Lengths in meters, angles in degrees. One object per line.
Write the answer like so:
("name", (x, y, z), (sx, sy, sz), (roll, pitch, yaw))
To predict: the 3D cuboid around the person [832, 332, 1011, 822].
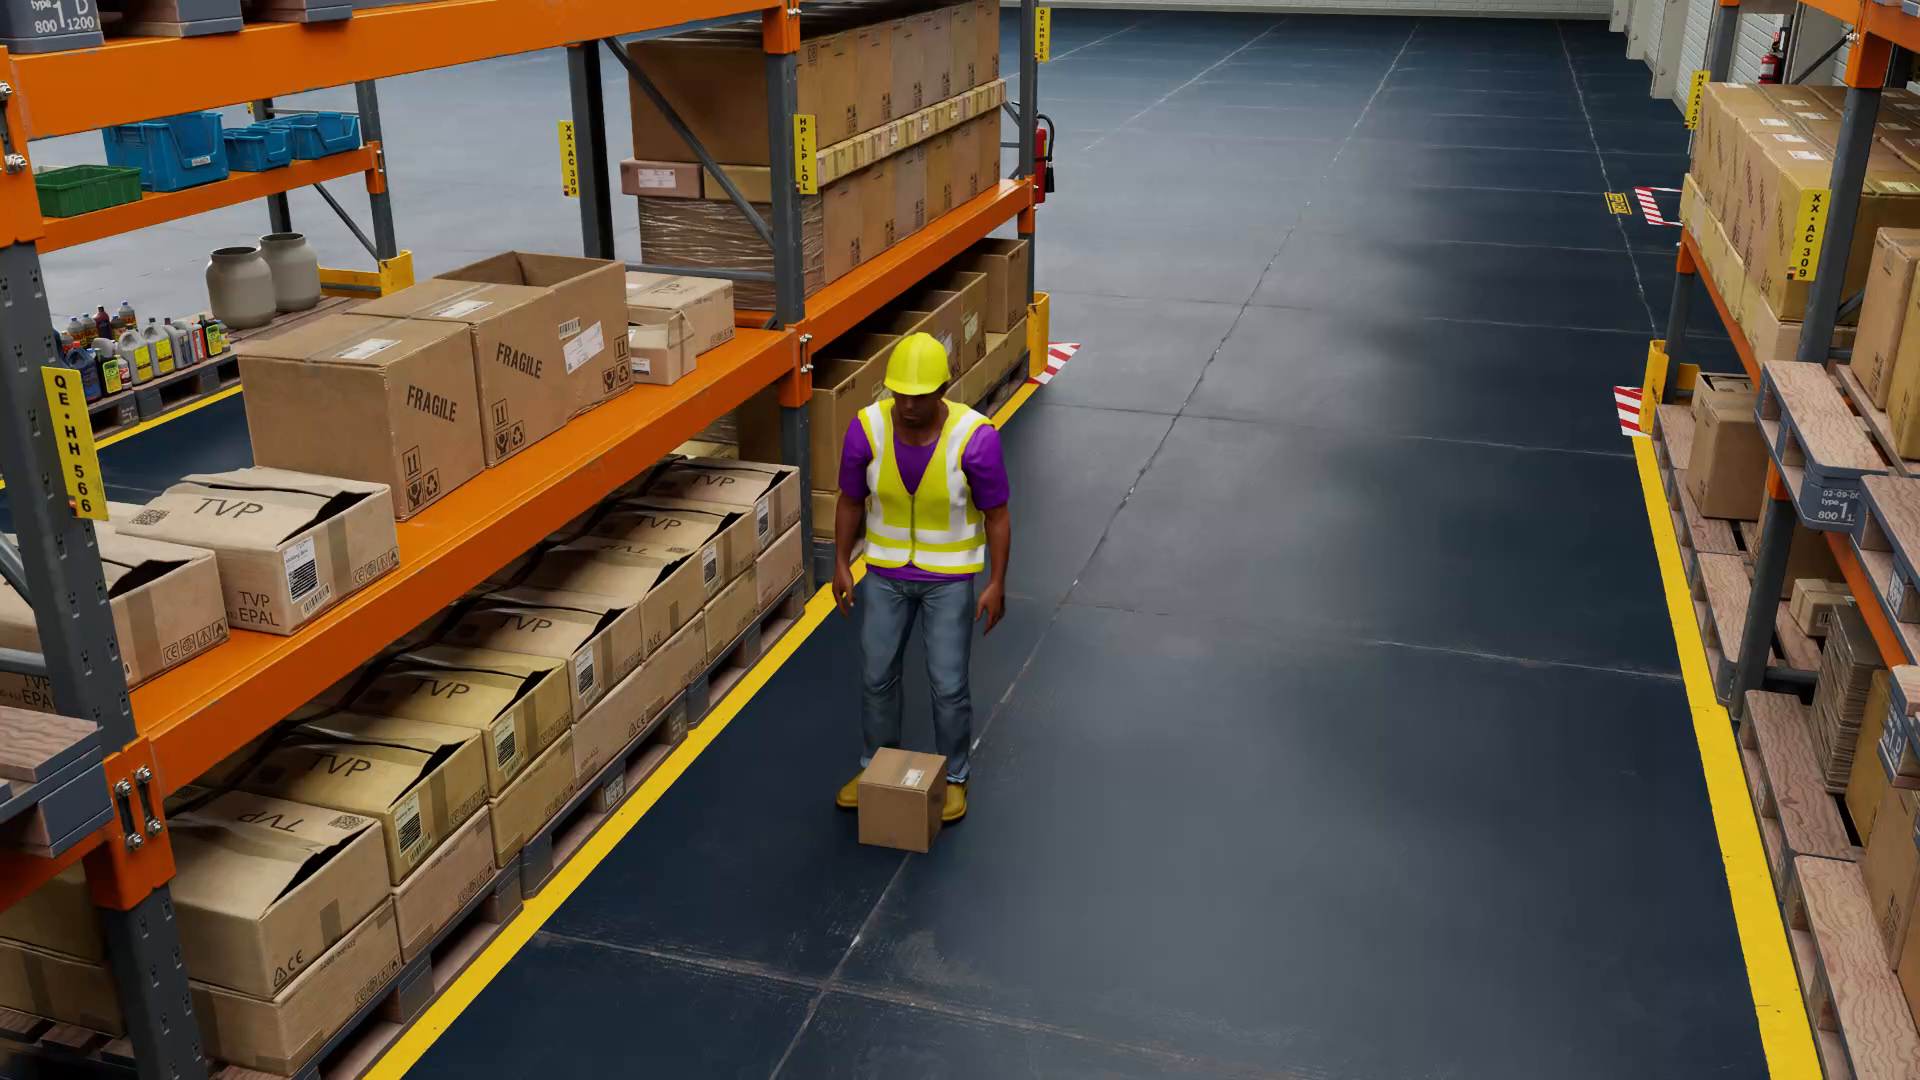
("person", (-0.143, 0.128, 5.747), (0.625, 1.759, 0.463), (6, 22, 14))
